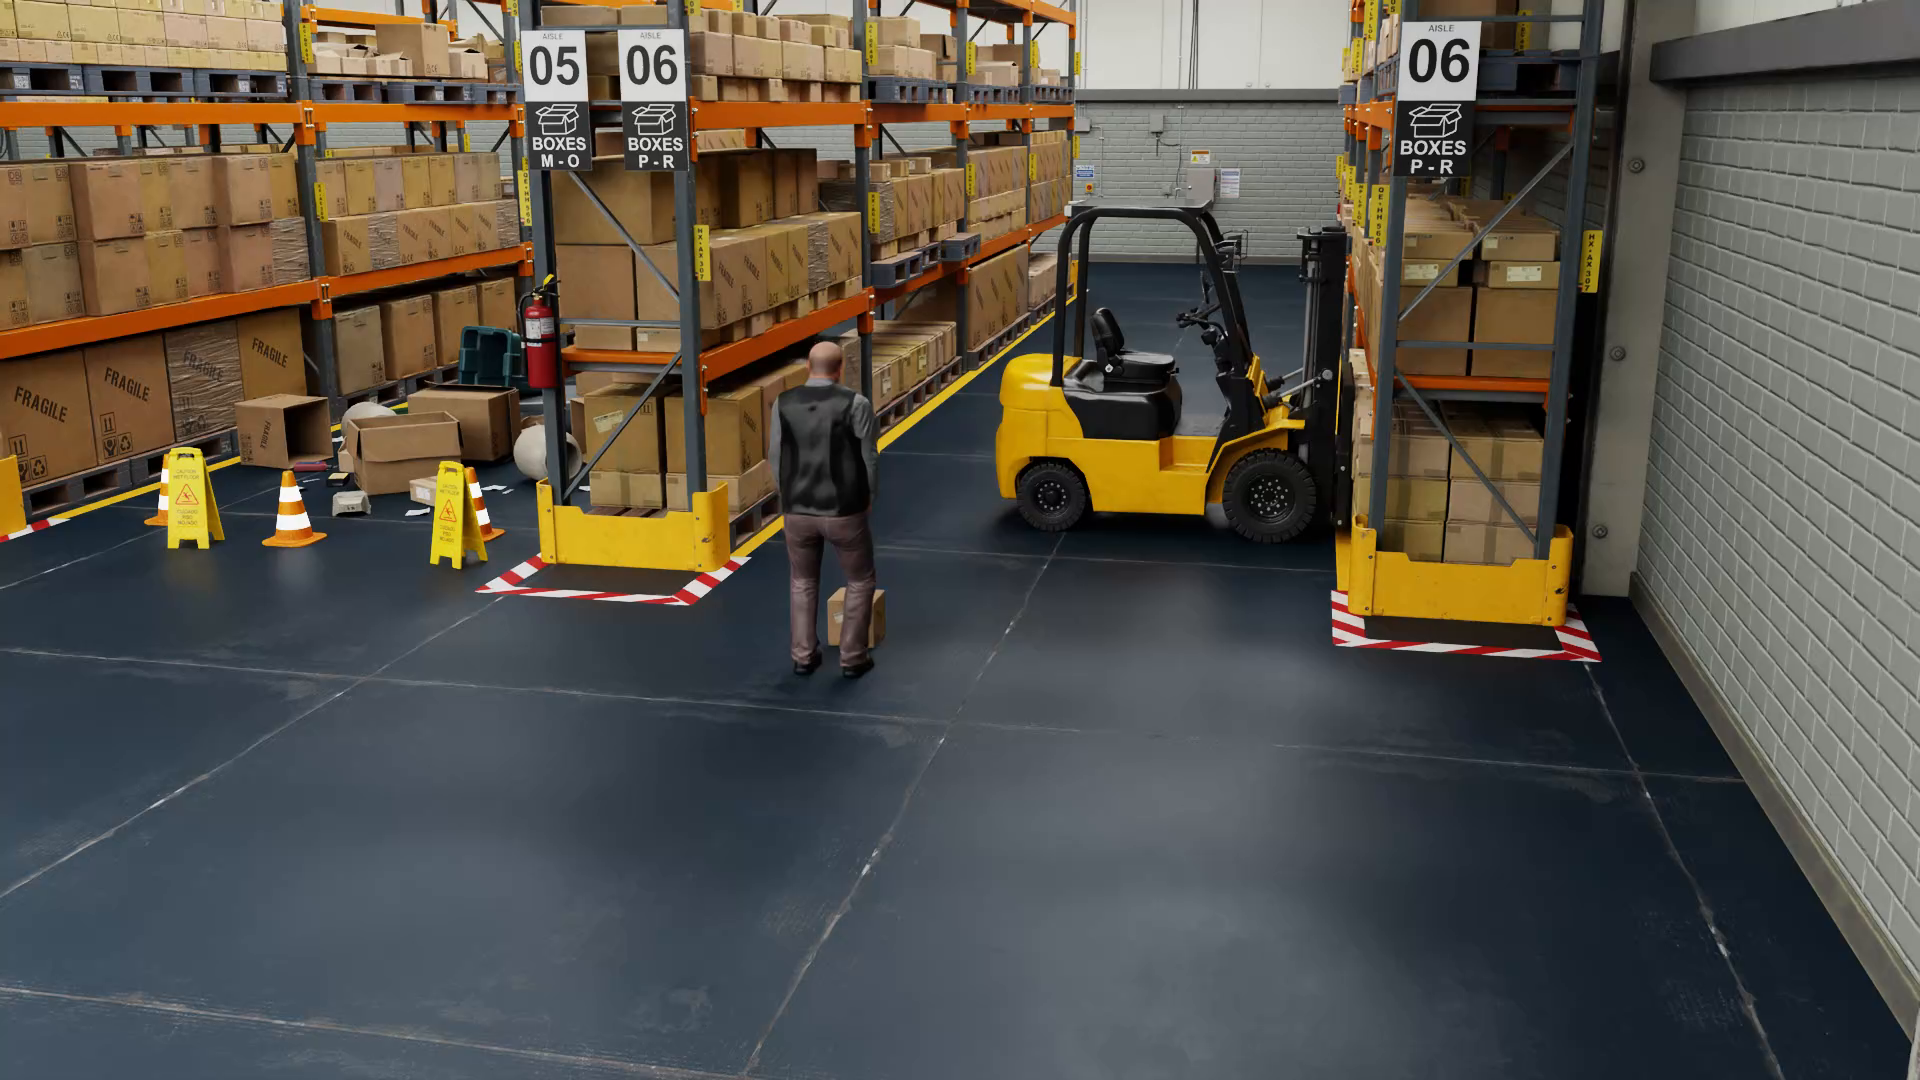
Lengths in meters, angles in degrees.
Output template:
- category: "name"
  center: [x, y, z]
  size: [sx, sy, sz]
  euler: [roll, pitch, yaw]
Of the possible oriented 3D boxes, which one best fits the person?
- category: "person"
  center: [-0.681, -0.142, 8.253]
  size: [0.563, 1.658, 0.447]
  euler: [3, 15, 13]
